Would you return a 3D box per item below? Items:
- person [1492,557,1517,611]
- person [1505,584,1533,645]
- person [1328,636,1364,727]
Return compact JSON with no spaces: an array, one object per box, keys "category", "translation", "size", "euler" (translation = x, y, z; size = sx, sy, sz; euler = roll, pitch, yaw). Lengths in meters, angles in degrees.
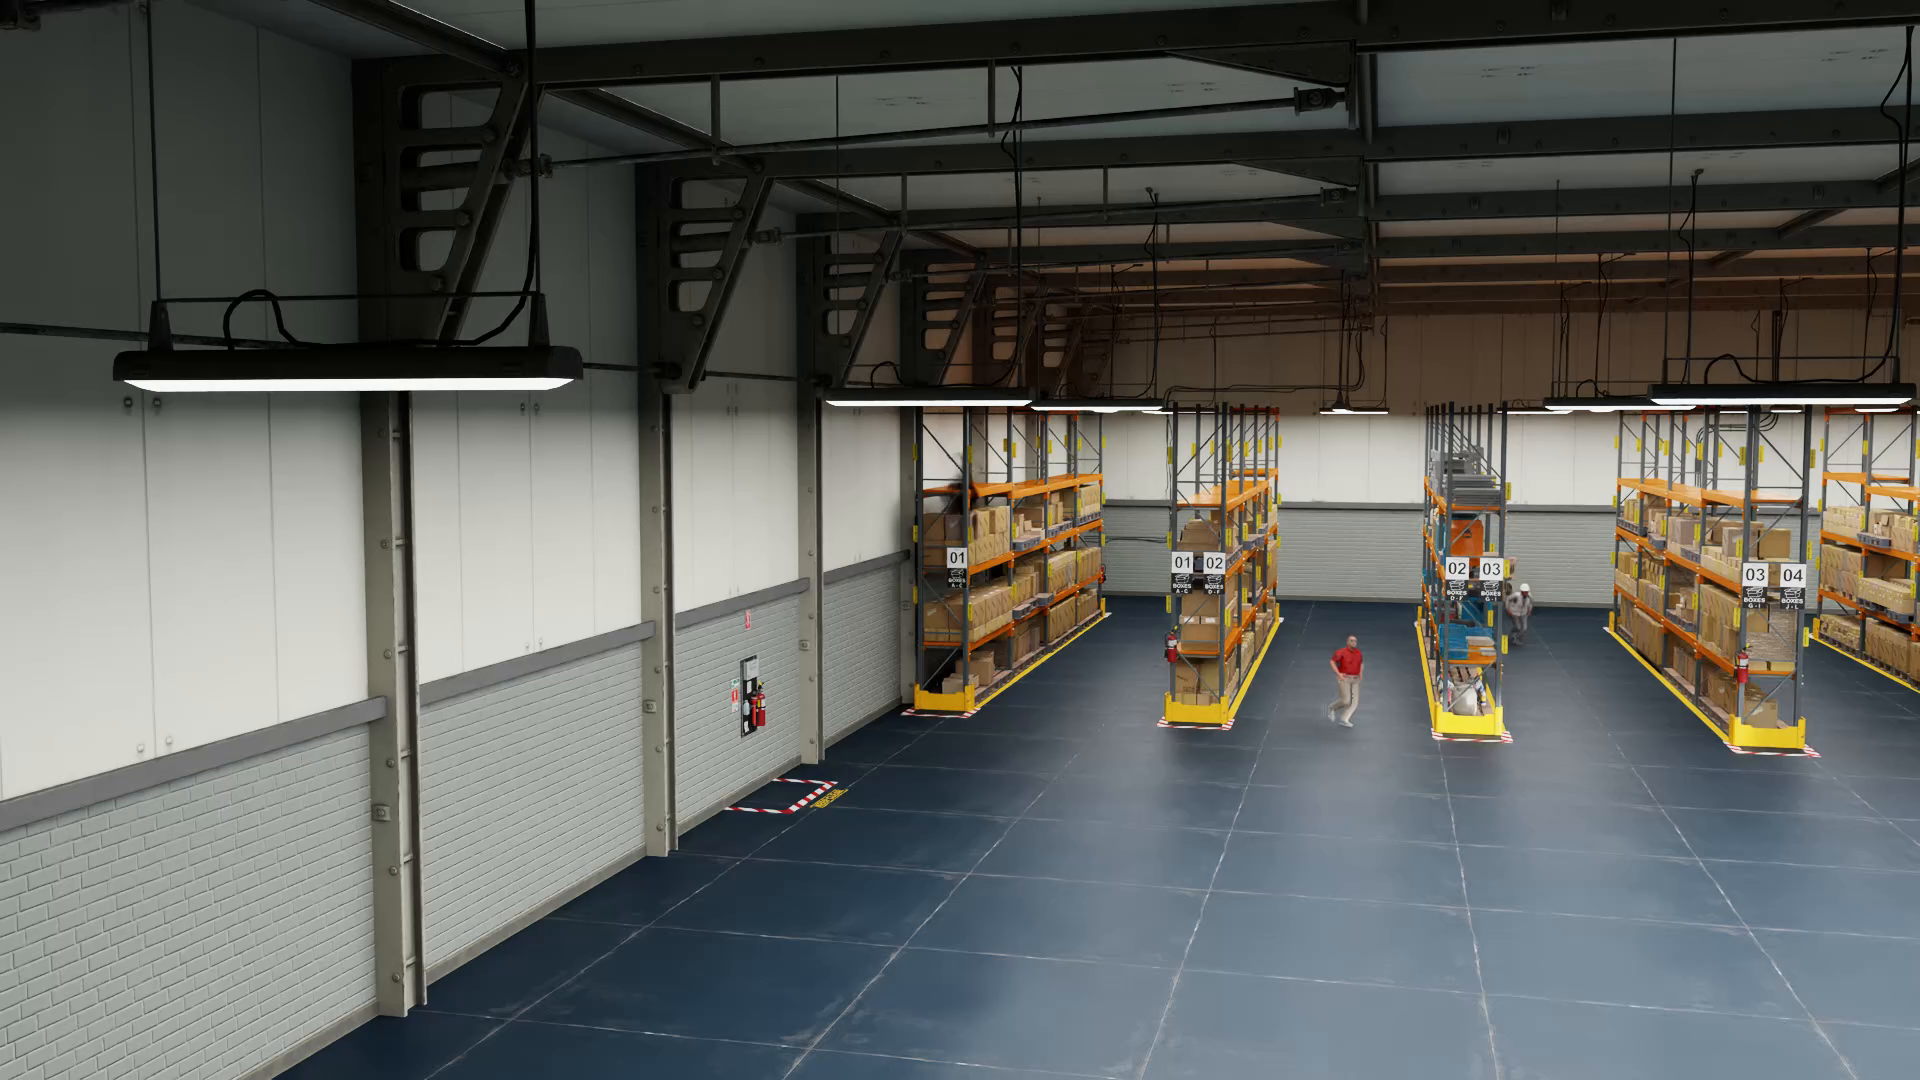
[{"category":"person","translation":[15.680,1.331,48.330],"size":[1.067,1.742,0.755],"euler":[3,5,32]},{"category":"person","translation":[14.018,1.862,41.741],"size":[0.676,1.588,0.910],"euler":[0,4,-5]},{"category":"person","translation":[7.207,2.604,30.884],"size":[0.683,1.675,0.567],"euler":[-2,5,-23]}]
